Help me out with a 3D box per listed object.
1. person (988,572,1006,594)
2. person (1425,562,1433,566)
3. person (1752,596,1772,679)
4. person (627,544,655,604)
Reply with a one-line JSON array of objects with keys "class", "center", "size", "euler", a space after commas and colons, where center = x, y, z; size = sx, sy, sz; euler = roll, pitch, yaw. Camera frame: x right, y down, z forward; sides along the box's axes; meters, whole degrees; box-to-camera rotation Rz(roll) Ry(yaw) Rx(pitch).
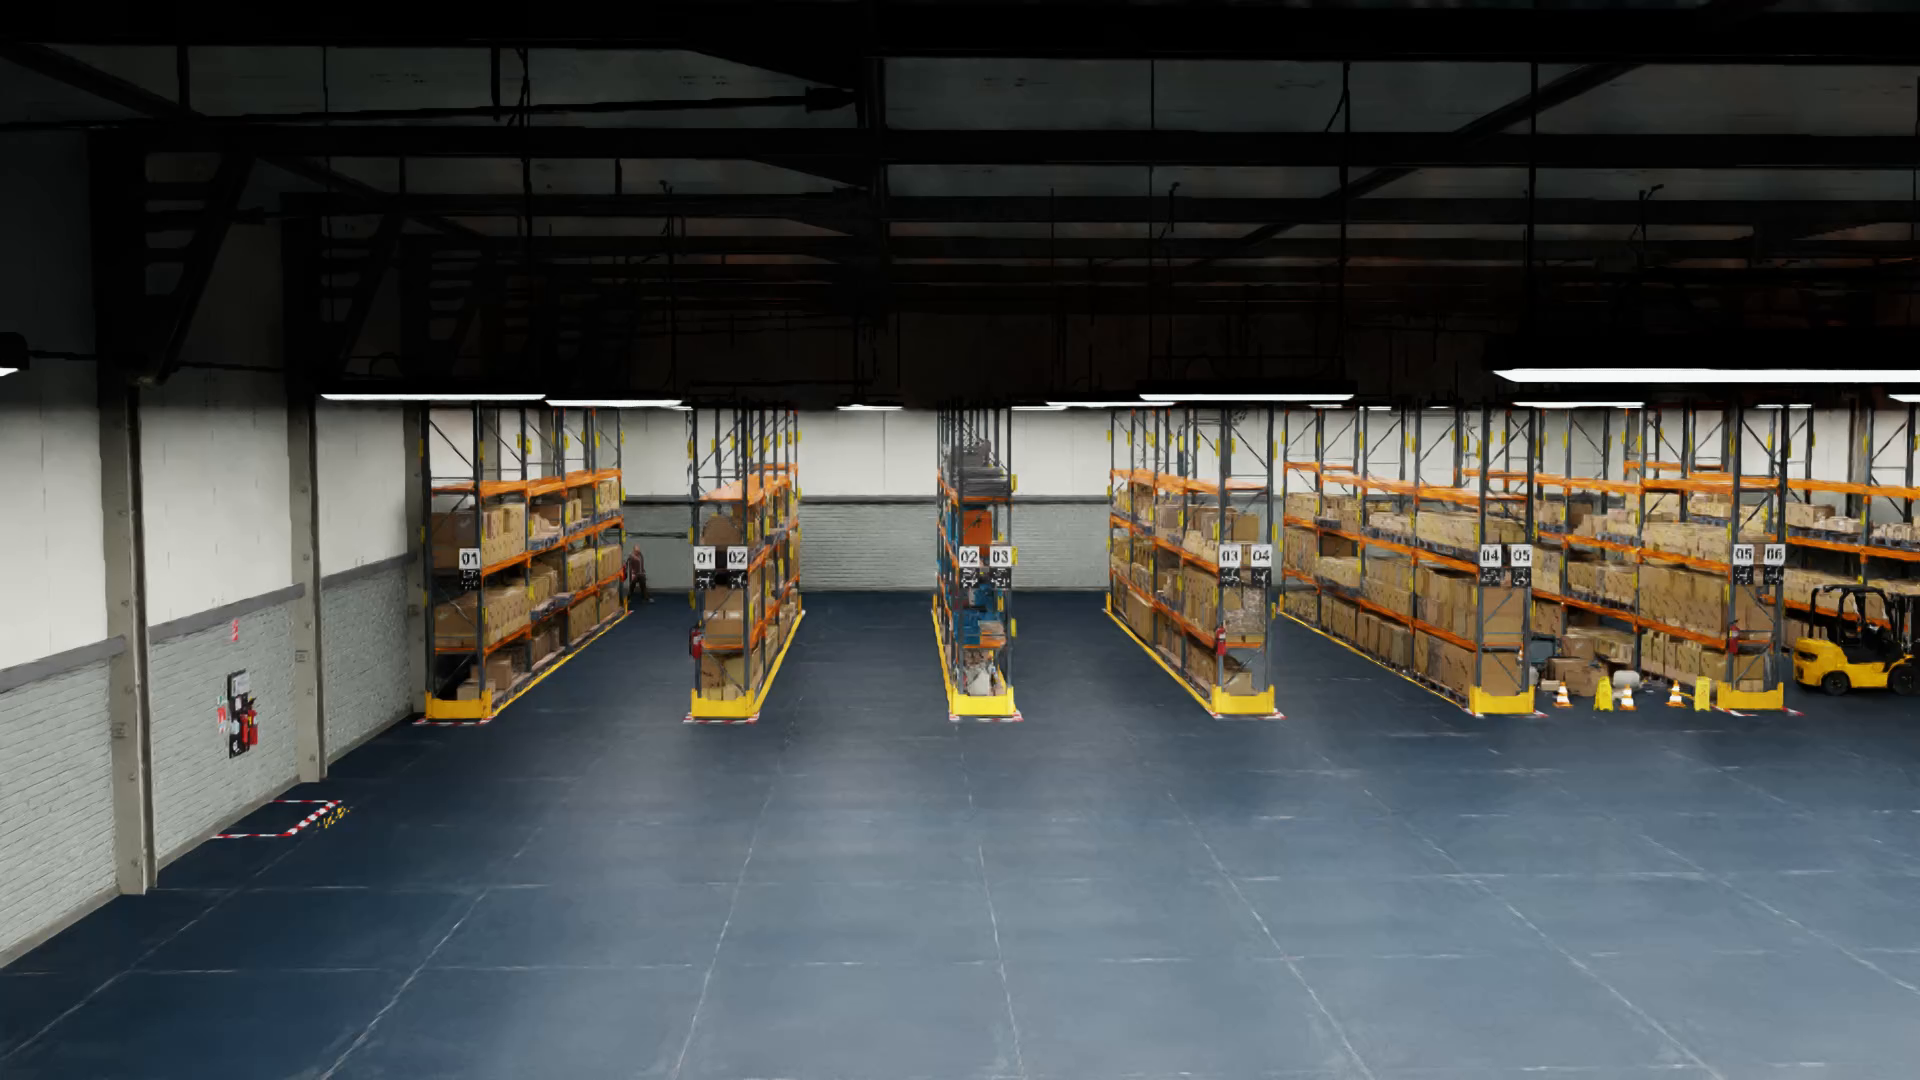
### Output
[{"class": "person", "center": [1.027, 1.322, 46.146], "size": [0.554, 1.666, 1.031], "euler": [0, 4, -4]}, {"class": "person", "center": [12.319, 1.445, 43.828], "size": [0.585, 1.763, 0.682], "euler": [2, 5, 22]}, {"class": "person", "center": [17.110, 2.086, 35.670], "size": [0.551, 1.756, 0.637], "euler": [2, 5, 23]}, {"class": "person", "center": [-9.575, 1.000, 49.508], "size": [0.614, 1.768, 0.778], "euler": [3, 6, 37]}]
